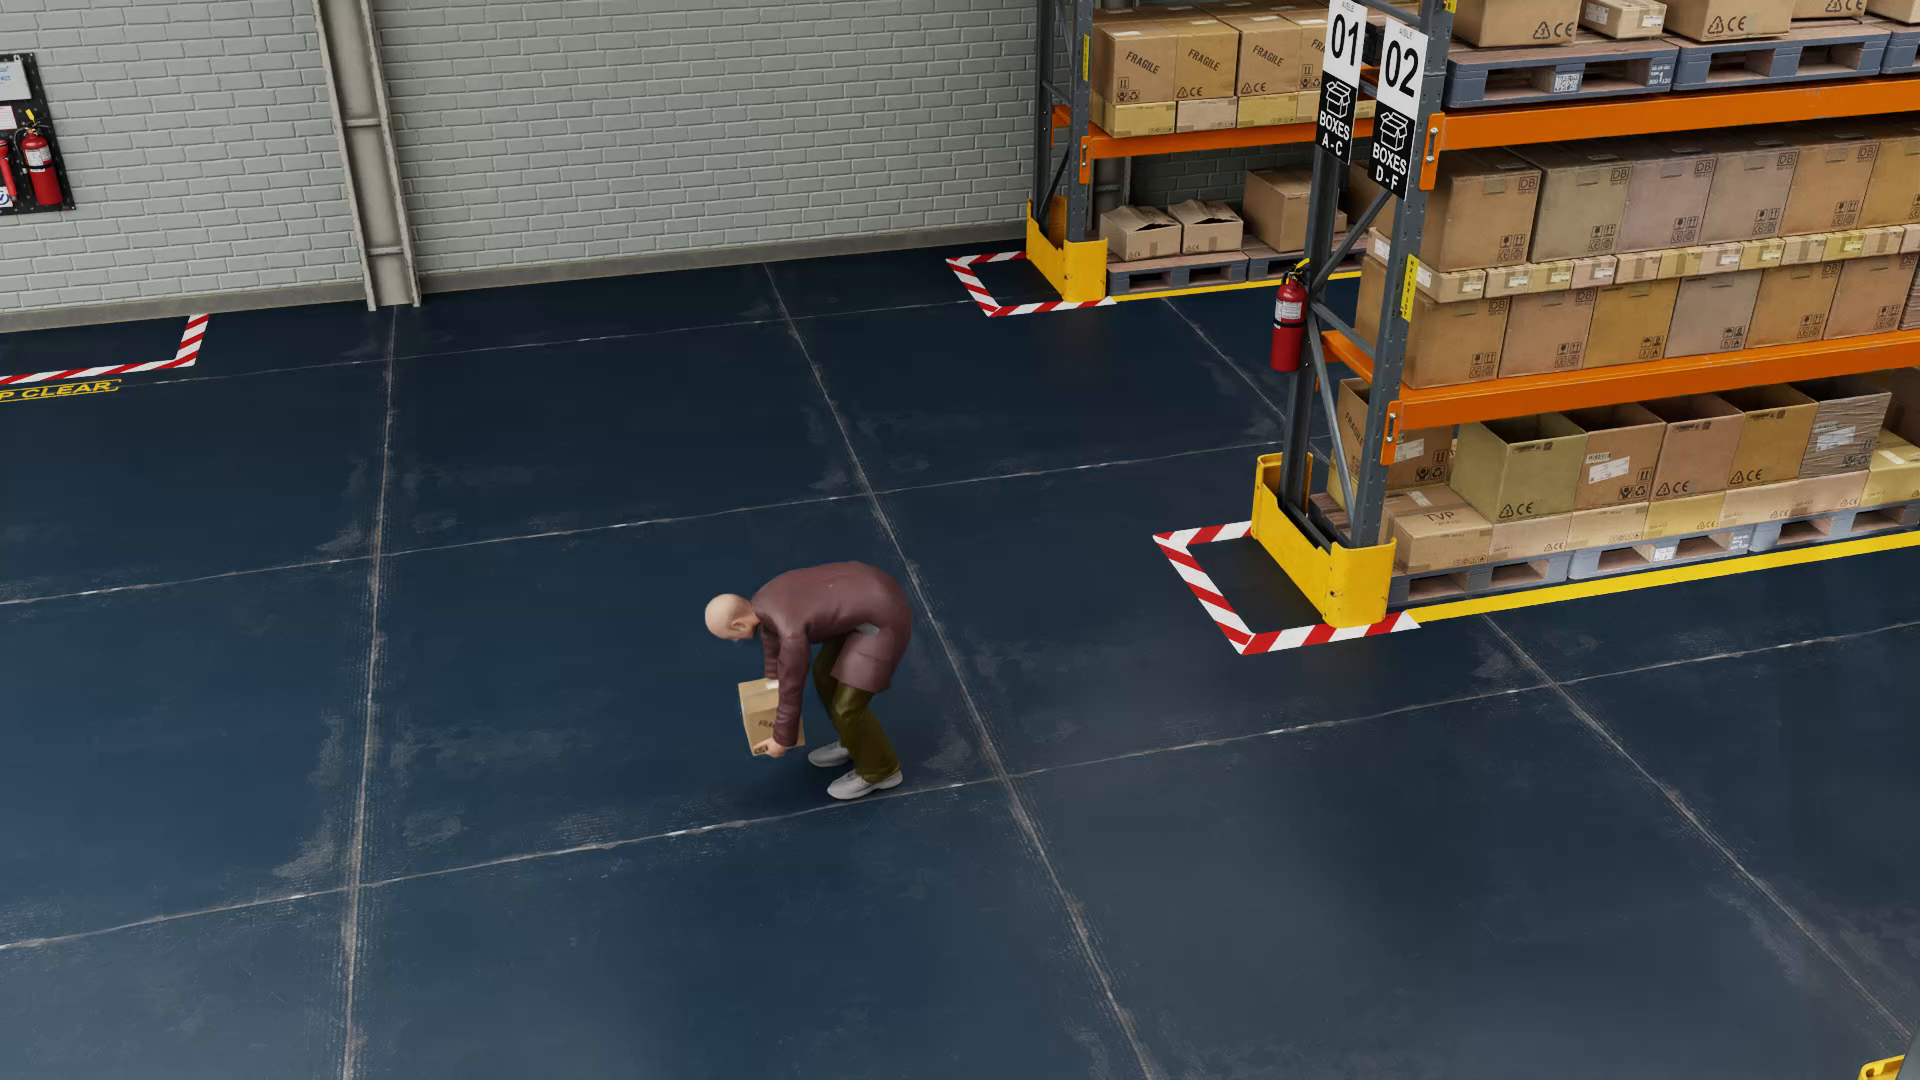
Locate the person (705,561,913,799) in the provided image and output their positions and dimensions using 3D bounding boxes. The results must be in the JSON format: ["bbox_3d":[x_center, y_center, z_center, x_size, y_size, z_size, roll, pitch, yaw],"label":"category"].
[{"bbox_3d":[-0.683,0.665,7.744,0.948,1.140,0.564,-9,31,-15],"label":"person"}]
